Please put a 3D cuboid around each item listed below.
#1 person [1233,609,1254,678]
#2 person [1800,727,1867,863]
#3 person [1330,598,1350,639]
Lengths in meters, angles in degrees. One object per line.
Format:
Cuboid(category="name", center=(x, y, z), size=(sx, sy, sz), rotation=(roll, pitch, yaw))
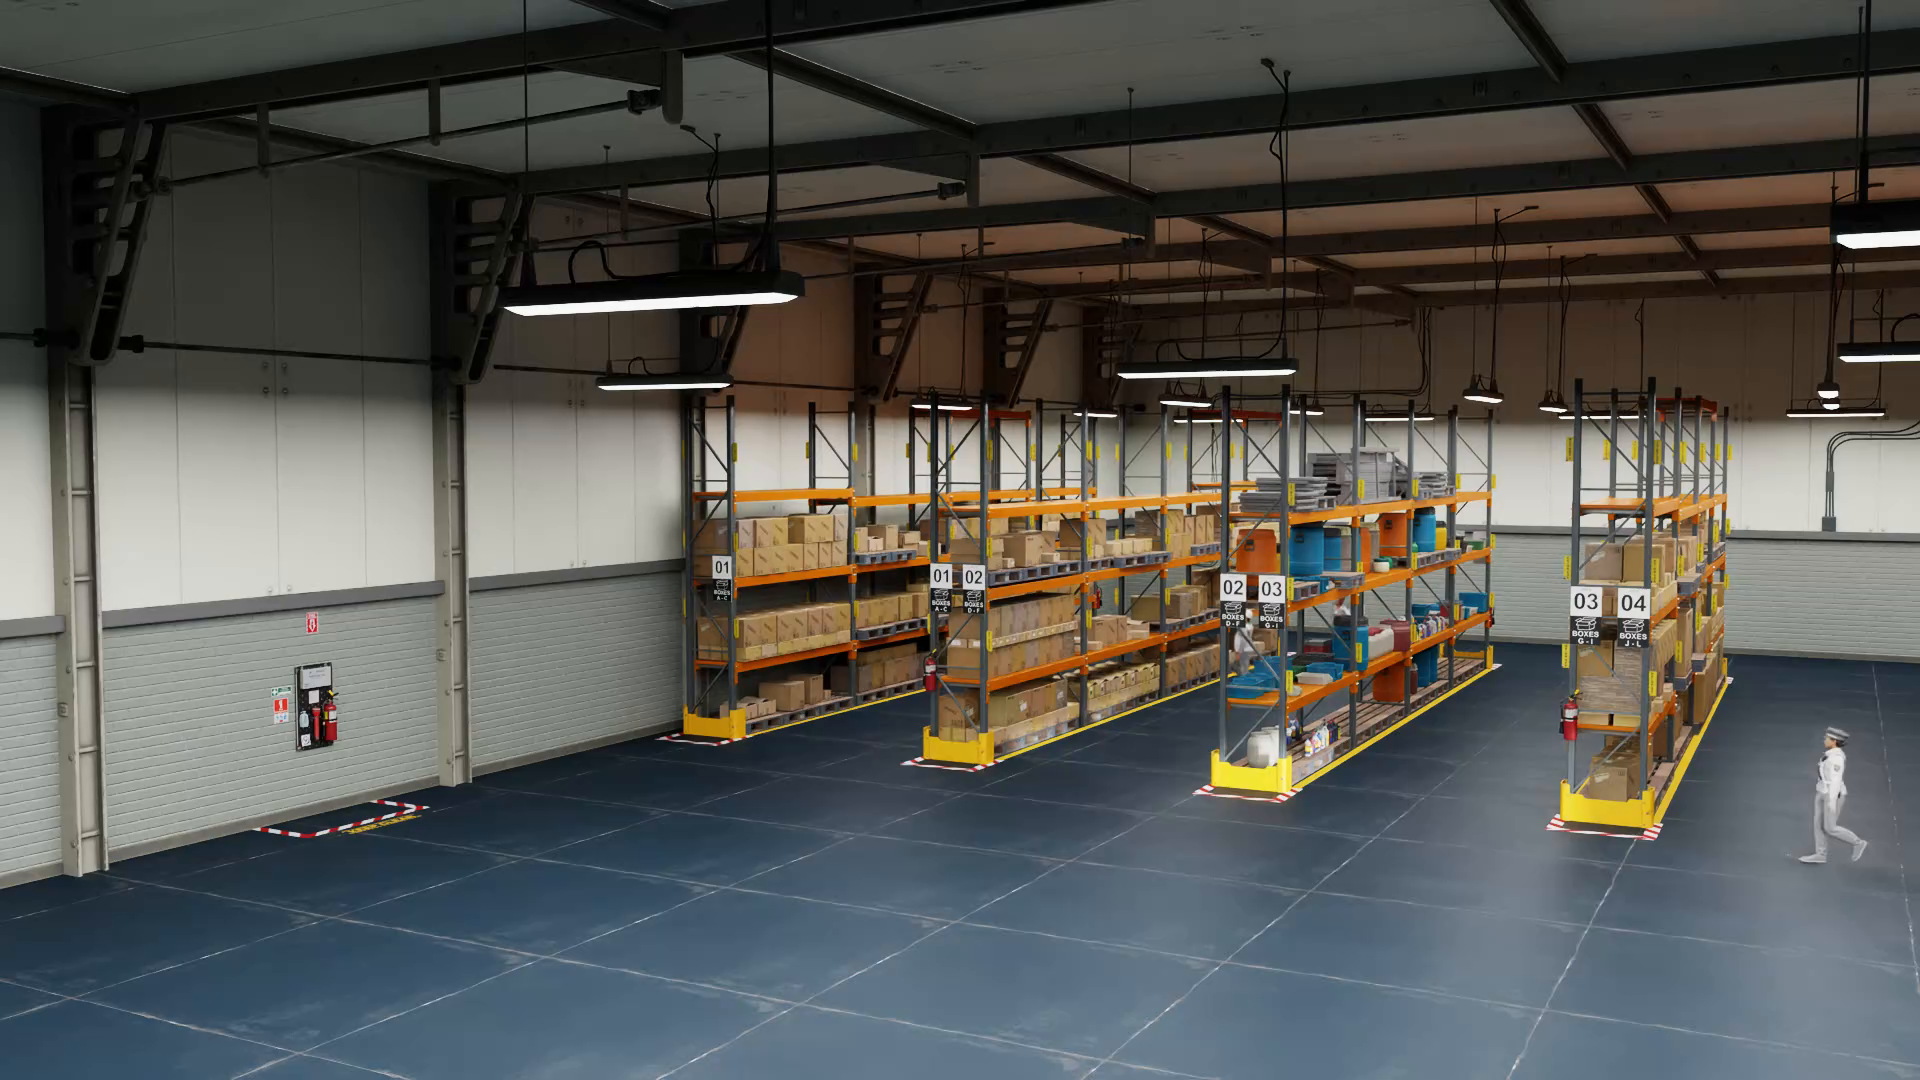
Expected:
Cuboid(category="person", center=(5.858, 2.311, 34.335), size=(0.407, 1.784, 0.661), rotation=(0, 3, 4))
Cuboid(category="person", center=(10.571, 3.098, 20.102), size=(0.636, 1.673, 0.465), rotation=(0, 3, 2))
Cuboid(category="person", center=(9.087, 2.117, 39.751), size=(0.522, 1.549, 0.910), rotation=(2, 4, 32))
